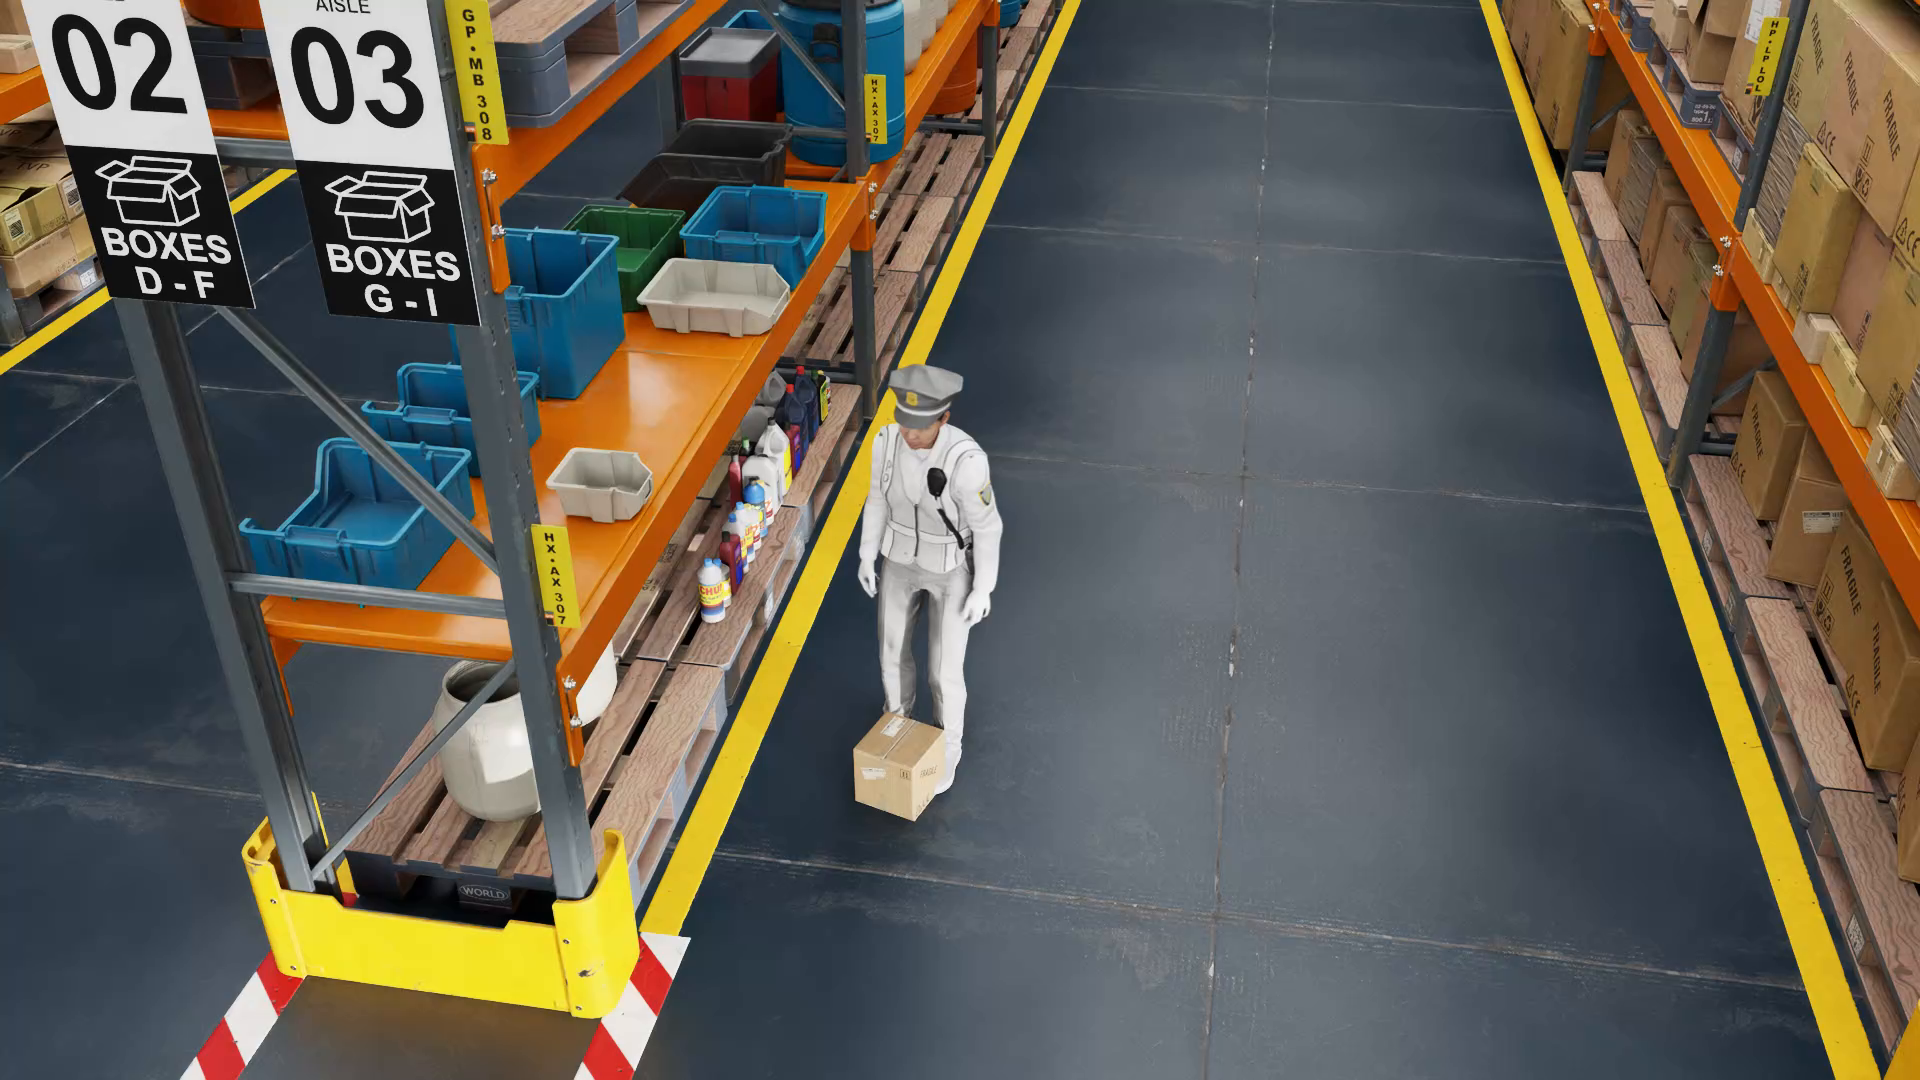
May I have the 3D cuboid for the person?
[{"bbox_3d":[-0.124,0.131,5.930,0.532,1.663,0.414,14,35,21],"label":"person"}]
